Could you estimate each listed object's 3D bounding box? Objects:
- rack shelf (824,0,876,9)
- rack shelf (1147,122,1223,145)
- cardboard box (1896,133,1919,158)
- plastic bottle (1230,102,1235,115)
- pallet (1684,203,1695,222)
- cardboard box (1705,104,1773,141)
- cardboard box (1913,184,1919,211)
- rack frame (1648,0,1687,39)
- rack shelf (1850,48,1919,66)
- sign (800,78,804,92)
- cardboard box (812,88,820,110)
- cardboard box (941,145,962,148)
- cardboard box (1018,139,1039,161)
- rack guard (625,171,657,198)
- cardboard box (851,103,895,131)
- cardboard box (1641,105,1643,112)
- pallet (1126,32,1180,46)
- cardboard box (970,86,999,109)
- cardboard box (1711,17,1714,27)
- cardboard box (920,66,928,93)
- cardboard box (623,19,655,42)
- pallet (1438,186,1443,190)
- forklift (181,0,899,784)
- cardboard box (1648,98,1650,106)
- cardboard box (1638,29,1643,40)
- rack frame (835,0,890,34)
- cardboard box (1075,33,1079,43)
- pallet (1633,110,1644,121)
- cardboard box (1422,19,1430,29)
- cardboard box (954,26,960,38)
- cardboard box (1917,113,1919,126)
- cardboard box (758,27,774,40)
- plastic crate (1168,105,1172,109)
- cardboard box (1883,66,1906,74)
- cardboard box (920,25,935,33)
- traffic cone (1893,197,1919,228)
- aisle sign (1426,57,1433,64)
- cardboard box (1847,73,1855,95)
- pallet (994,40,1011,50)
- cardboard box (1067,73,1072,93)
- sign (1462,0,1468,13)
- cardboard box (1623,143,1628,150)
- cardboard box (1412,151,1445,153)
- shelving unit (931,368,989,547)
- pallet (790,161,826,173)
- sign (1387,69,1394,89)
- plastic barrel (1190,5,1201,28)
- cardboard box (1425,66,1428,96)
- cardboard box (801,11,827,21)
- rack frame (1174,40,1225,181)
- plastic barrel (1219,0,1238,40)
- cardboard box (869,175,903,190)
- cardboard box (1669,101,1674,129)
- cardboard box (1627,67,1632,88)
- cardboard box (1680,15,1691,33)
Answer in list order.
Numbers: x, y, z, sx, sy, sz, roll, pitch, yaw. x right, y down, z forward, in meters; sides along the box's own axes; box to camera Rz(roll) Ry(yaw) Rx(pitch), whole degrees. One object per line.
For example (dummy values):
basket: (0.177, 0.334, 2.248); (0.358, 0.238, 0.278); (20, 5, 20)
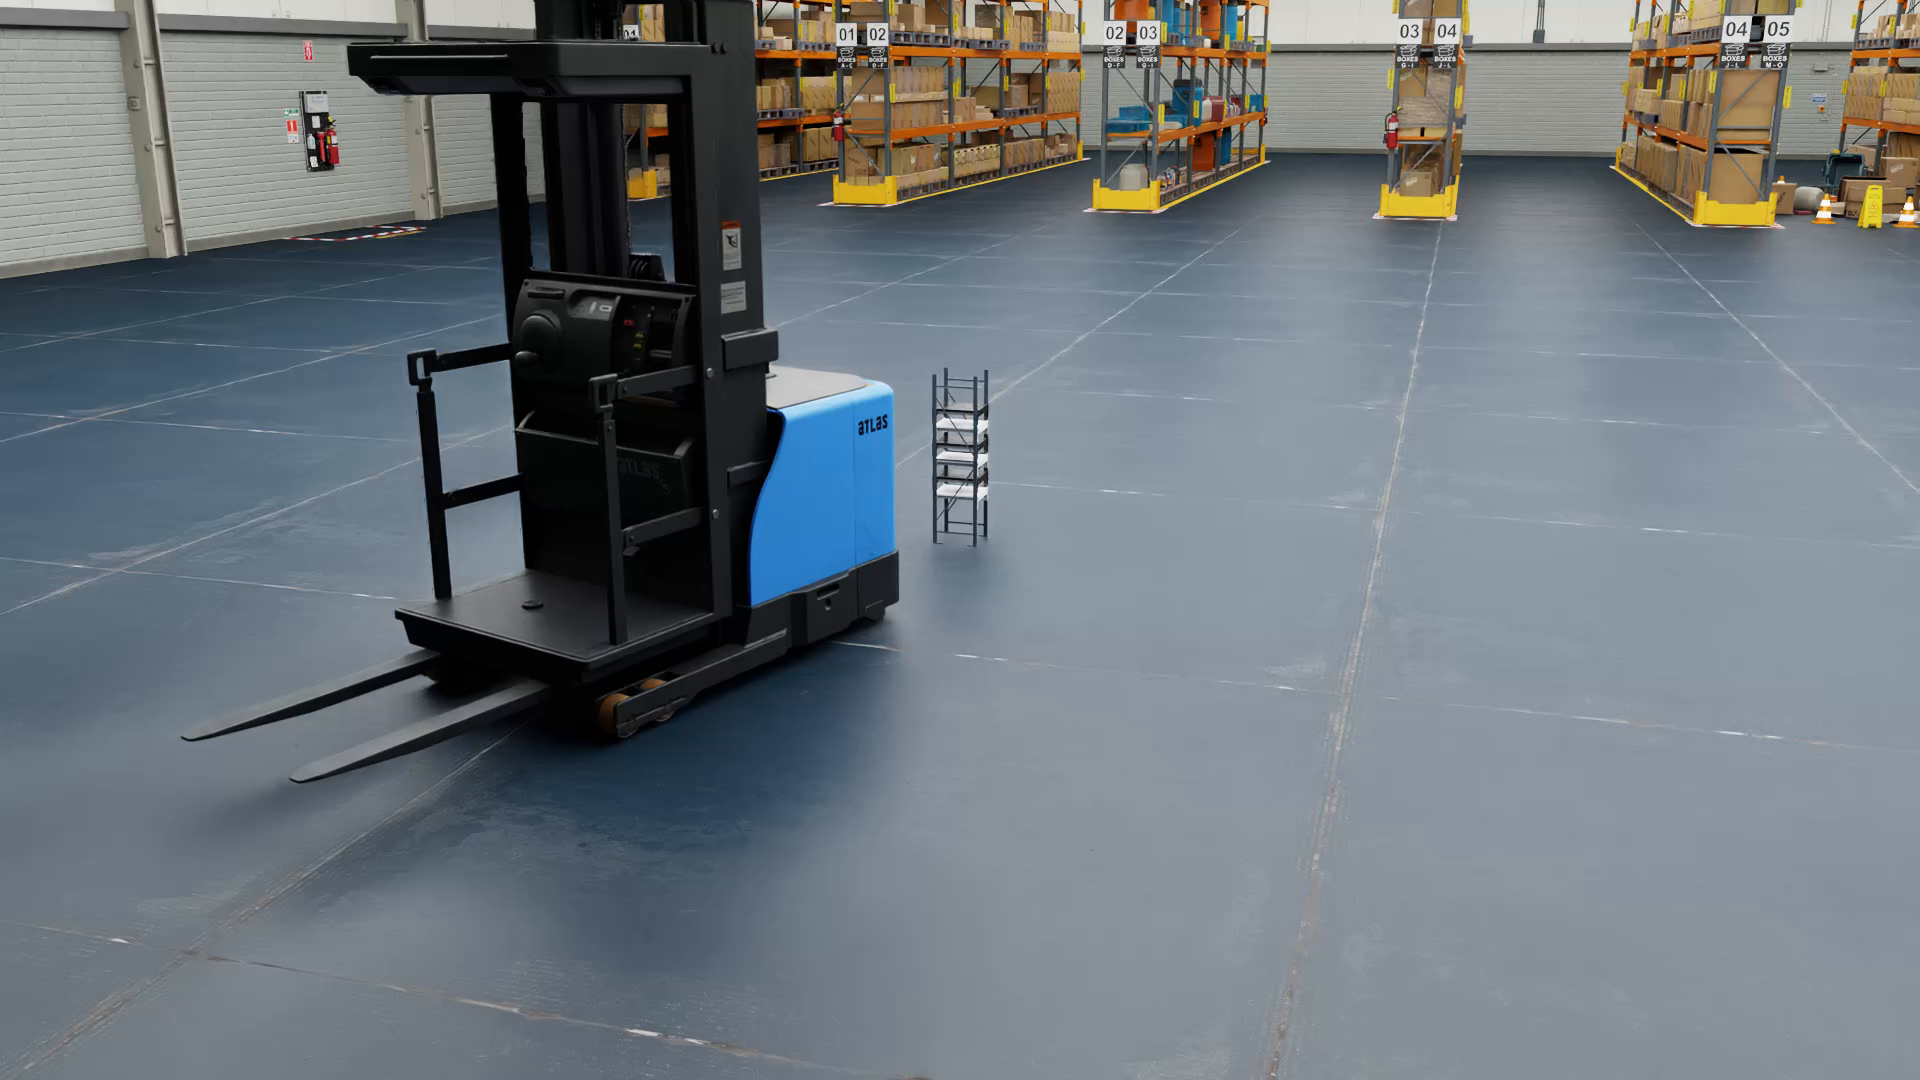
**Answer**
rack shelf: (-2.532, -14.120, 44.172); (1.077, 0.370, 4.000); (5, 16, 16)
rack shelf: (4.693, -8.565, 34.848); (1.077, 0.370, 4.000); (5, 16, 16)
cardboard box: (20.299, -8.103, 35.024); (0.875, 0.875, 0.875); (5, 17, 17)
plastic bottle: (6.398, -10.143, 39.183); (0.144, 0.351, 0.185); (5, 16, 16)
pallet: (12.615, -5.420, 27.552); (1.003, 0.211, 1.213); (5, 16, 16)
cardboard box: (12.525, -6.719, 26.746); (0.875, 0.550, 0.550); (5, 16, 16)
cardboard box: (16.765, -5.859, 28.566); (0.500, 0.500, 0.500); (-10, 19, -32)
rack frame: (15.873, -12.572, 36.662); (1.000, 3.000, 0.127); (5, 16, 16)
rack shelf: (21.216, -10.949, 37.754); (1.077, 0.370, 4.000); (5, 16, 16)
sign: (-3.715, -10.682, 39.017); (0.100, 0.325, 0.005); (5, 16, 16)
cardboard box: (-3.696, -10.647, 40.105); (0.500, 0.500, 0.500); (5, 17, 18)
cardboard box: (-0.206, -8.583, 36.834); (0.500, 0.311, 0.500); (4, 16, 14)
cardboard box: (1.636, -9.595, 40.936); (0.500, 0.500, 0.500); (5, 16, 16)
rack guard: (-6.489, -6.927, 32.335); (1.175, 0.500, 0.348); (5, 16, 16)
cardboard box: (-1.616, -7.896, 30.987); (0.700, 0.500, 0.500); (5, 16, 16)
cardboard box: (14.880, -9.292, 35.783); (0.380, 0.149, 0.250); (4, 16, 13)
pallet: (3.316, -8.903, 29.569); (1.003, 0.211, 1.213); (5, 16, 16)
cardboard box: (0.584, -10.243, 38.493); (0.700, 0.500, 0.500); (-1, 16, -3)
cardboard box: (12.450, -8.431, 27.068); (0.380, 0.149, 0.250); (5, 17, 16)
cardboard box: (-1.029, -9.066, 32.733); (0.700, 0.500, 0.500); (5, 16, 16)
cardboard box: (-6.176, -9.679, 31.739); (0.500, 0.500, 0.500); (5, 17, 17)
pallet: (9.093, -6.866, 32.650); (1.003, 0.211, 1.213); (5, 16, 16)
forklift: (-1.523, -0.817, 6.337); (1.130, 2.935, 3.031); (11, 19, 33)
cardboard box: (14.515, -9.098, 34.555); (0.380, 0.149, 0.250); (5, 17, 18)
cardboard box: (16.191, -11.849, 38.968); (0.500, 0.250, 0.500); (4, 16, 14)
rack frame: (-1.761, -10.613, 29.755); (1.000, 3.000, 0.127); (5, 16, 16)
cardboard box: (2.885, -13.370, 44.331); (0.500, 0.250, 0.500); (5, 16, 16)
pallet: (15.517, -9.405, 36.842); (1.003, 0.211, 1.213); (5, 16, 16)
cardboard box: (7.702, -8.676, 27.968); (0.380, 0.149, 0.250); (4, 16, 14)
cardboard box: (-0.286, -10.650, 34.890); (0.500, 0.250, 0.500); (3, 16, 10)
cardboard box: (19.406, -8.362, 33.089); (0.500, 0.250, 0.500); (4, 16, 14)
cardboard box: (-4.695, -11.373, 37.707); (0.797, 0.503, 0.637); (7, 17, 24)
plastic crate: (4.139, -8.693, 34.010); (0.392, 0.384, 0.575); (5, 16, 16)
cardboard box: (20.430, -10.275, 36.353); (0.380, 0.149, 0.250); (4, 16, 15)
cardboard box: (-0.705, -10.028, 32.624); (0.380, 0.149, 0.250); (5, 16, 16)
traffic cone: (14.962, -5.178, 26.238); (0.336, 0.463, 0.334); (5, 16, 16)
aisle sign: (12.016, -12.436, 42.413); (0.394, 0.787, 0.004); (5, 16, 16)
cardboard box: (21.375, -10.801, 39.395); (0.500, 0.500, 0.500); (4, 16, 15)
pallet: (0.406, -10.987, 36.919); (1.213, 0.211, 1.003); (5, 17, 18)
cardboard box: (2.638, -12.036, 43.750); (0.500, 0.500, 0.500); (5, 17, 17)
sign: (8.257, -8.779, 27.185); (0.100, 0.325, 0.005); (5, 16, 16)
cardboard box: (16.378, -9.601, 40.546); (0.380, 0.149, 0.250); (5, 16, 16)
cardboard box: (9.839, -7.883, 34.898); (0.700, 0.500, 0.500); (4, 16, 13)
shelving unit: (0.002, -0.435, 8.714); (0.258, 0.900, 0.210); (5, 16, 16)
pallet: (-3.941, -9.062, 40.390); (1.003, 0.211, 1.213); (5, 16, 16)
sign: (7.210, -7.715, 27.831); (0.100, 0.325, 0.005); (5, 16, 16)
plastic barrel: (4.820, -10.921, 35.419); (0.600, 0.901, 0.600); (0, 16, 0)
cardboard box: (7.792, -7.924, 28.709); (0.500, 0.500, 0.500); (5, 16, 16)
cardboard box: (-3.619, -12.947, 41.119); (0.500, 0.250, 0.500); (4, 16, 14)
rack frame: (5.261, -9.435, 36.595); (1.000, 3.000, 0.127); (5, 16, 16)
plastic barrel: (6.059, -11.909, 38.133); (0.600, 0.901, 0.708); (5, 16, 16)
cardboard box: (-1.395, -6.729, 31.325); (0.500, 0.250, 0.500); (5, 16, 16)
cardboard box: (13.779, -8.063, 31.575); (0.500, 0.500, 0.500); (5, 17, 16)
cardboard box: (16.628, -11.308, 40.638); (0.500, 0.500, 0.500); (5, 16, 16)
cardboard box: (13.887, -9.719, 31.311); (0.500, 0.311, 0.500); (4, 16, 14)
